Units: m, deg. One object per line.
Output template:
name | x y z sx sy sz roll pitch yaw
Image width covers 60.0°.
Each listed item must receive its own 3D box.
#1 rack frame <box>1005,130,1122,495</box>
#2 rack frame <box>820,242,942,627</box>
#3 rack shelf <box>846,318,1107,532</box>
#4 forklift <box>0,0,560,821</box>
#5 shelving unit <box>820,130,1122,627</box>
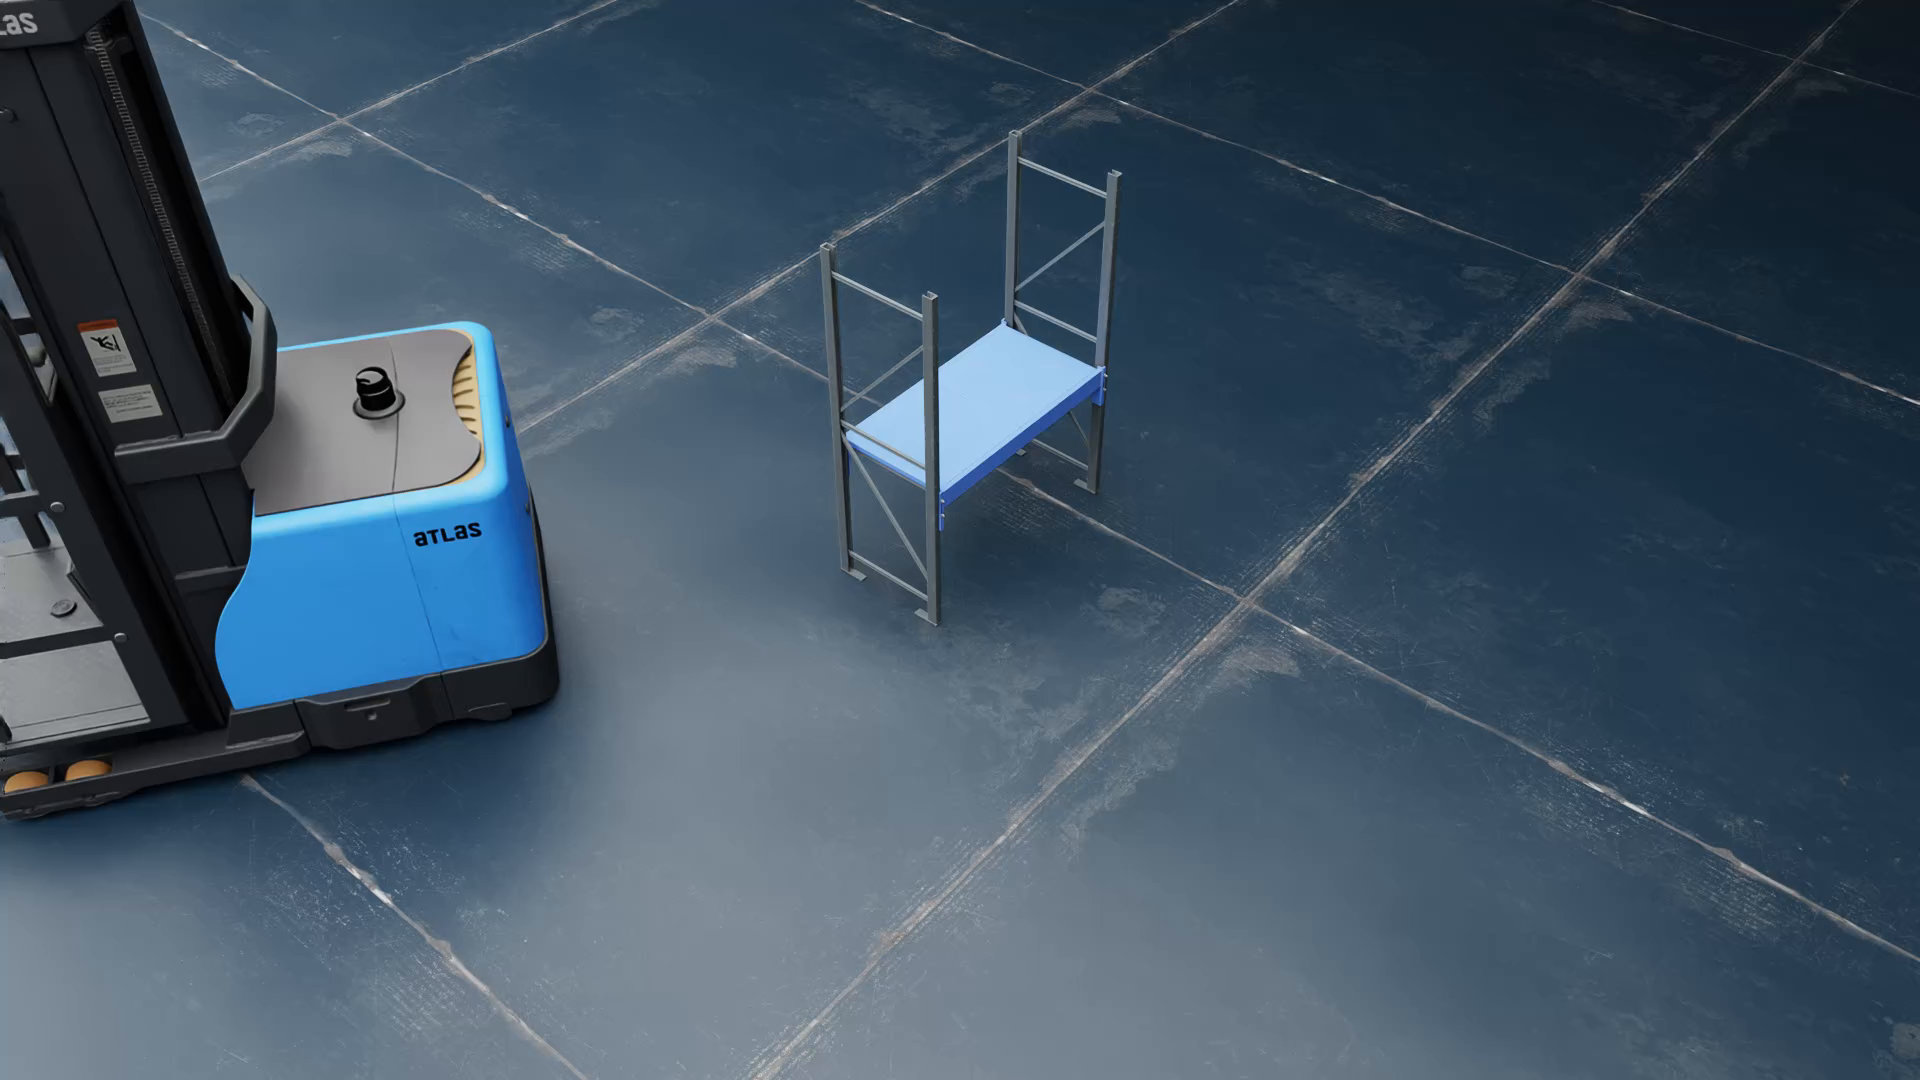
rack frame | 0.382 -0.861 6.582 0.500 1.500 0.032 29 50 28
rack frame | -0.272 -0.337 6.006 0.500 1.500 0.032 29 50 28
rack shelf | 0.055 -0.466 6.415 0.538 0.185 1.000 29 50 28
forklift | -3.036 -0.528 5.152 3.031 2.935 1.130 -10 43 -11
shelving unit | 0.055 -0.599 6.294 0.538 1.500 1.048 29 50 28
